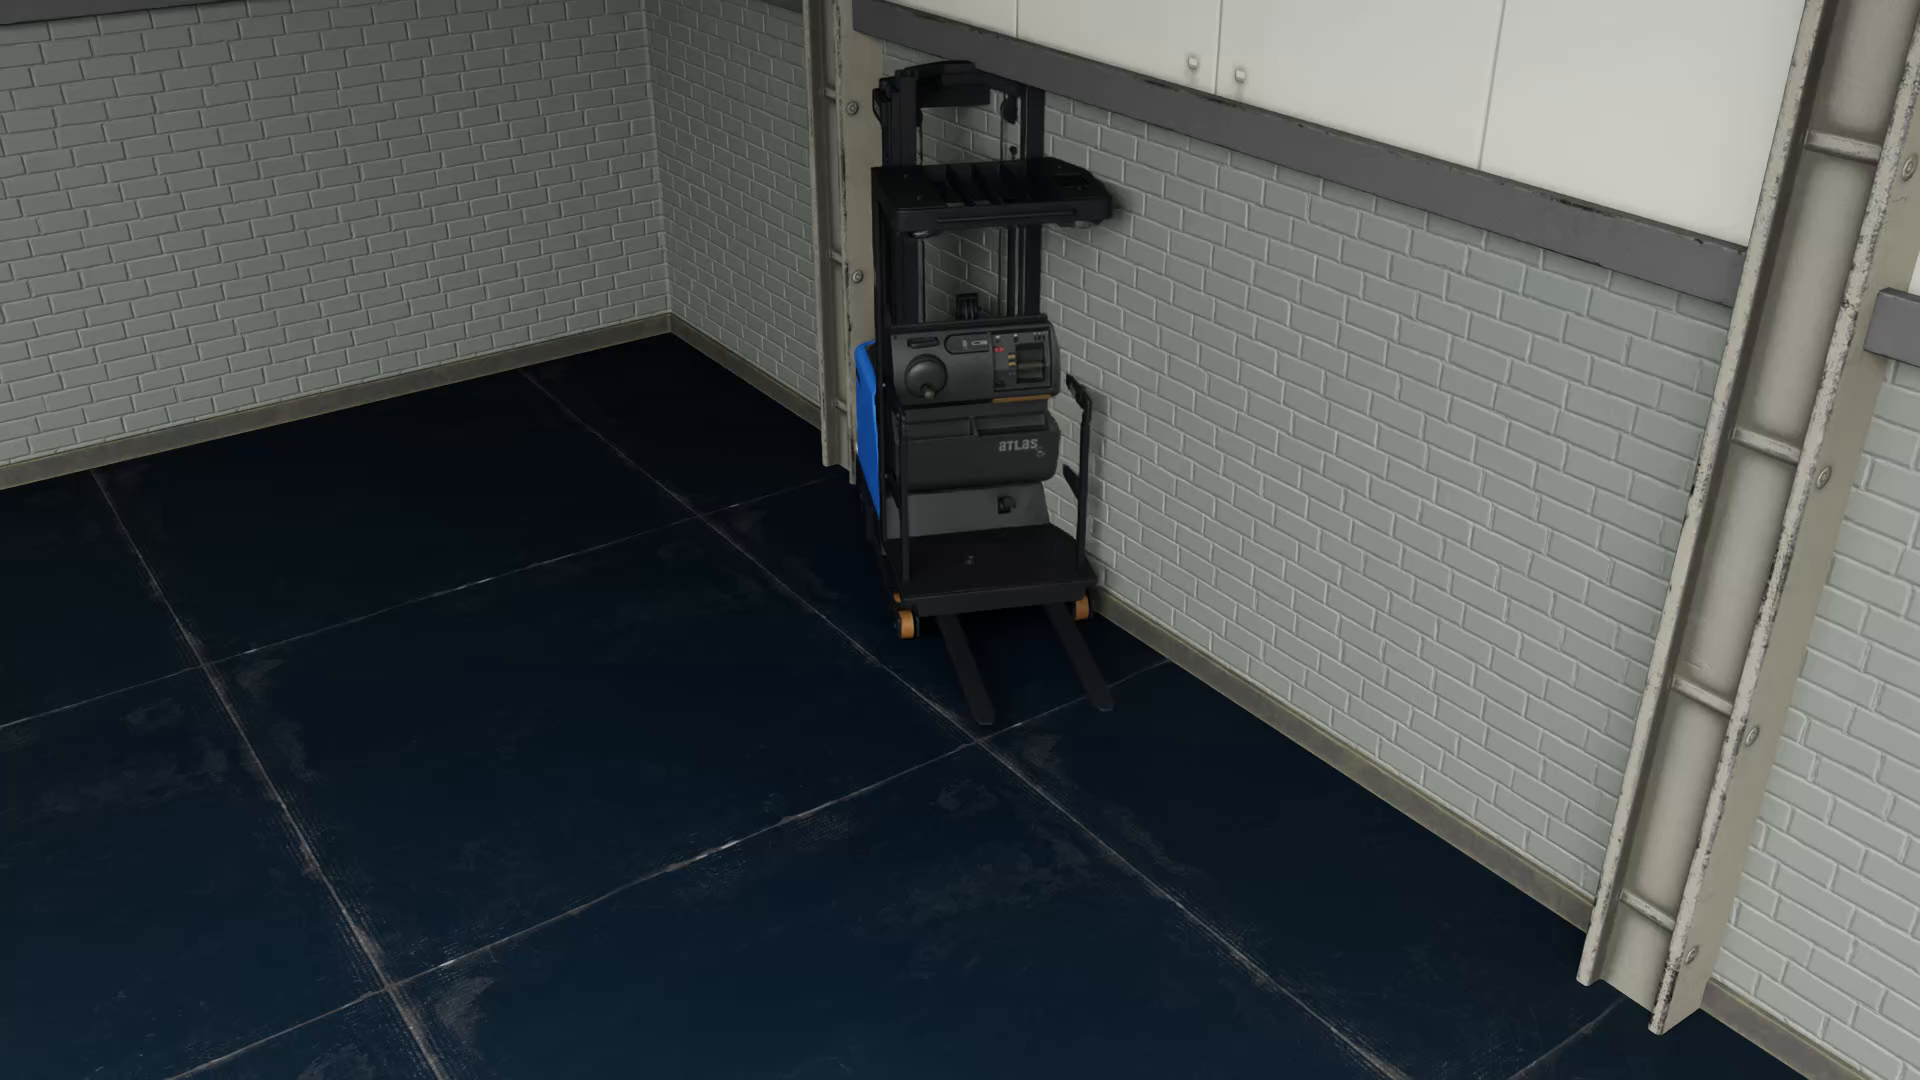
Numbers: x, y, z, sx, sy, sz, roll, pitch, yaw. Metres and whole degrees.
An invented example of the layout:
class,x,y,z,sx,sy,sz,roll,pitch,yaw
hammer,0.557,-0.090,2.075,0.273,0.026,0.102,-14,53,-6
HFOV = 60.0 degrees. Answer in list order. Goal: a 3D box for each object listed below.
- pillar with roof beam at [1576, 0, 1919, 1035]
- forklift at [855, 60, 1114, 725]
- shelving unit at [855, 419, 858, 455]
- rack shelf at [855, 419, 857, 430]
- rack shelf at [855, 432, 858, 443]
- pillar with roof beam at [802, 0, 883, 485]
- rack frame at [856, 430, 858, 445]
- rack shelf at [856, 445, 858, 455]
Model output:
class,x,y,z,sx,sy,sz,roll,pitch,yaw
pillar with roof beam,-0.714,-0.909,2.494,9.100,9.000,0.400,-19,34,-31
forklift,0.132,-0.930,8.891,1.130,2.935,3.031,-5,29,-10
shelving unit,-0.512,-0.768,10.695,0.258,0.900,0.210,-14,28,-30
rack shelf,-0.513,-0.738,10.709,0.258,0.077,0.200,-14,28,-30
rack shelf,-0.514,-0.656,10.746,0.258,0.077,0.200,-14,28,-30
pillar with roof beam,-4.195,-3.241,6.789,9.100,9.000,0.400,-19,34,-31
rack frame,-0.568,-0.804,10.772,0.240,0.900,0.006,-14,28,-30
rack shelf,-0.516,-0.574,10.782,0.258,0.077,0.200,-14,28,-30
